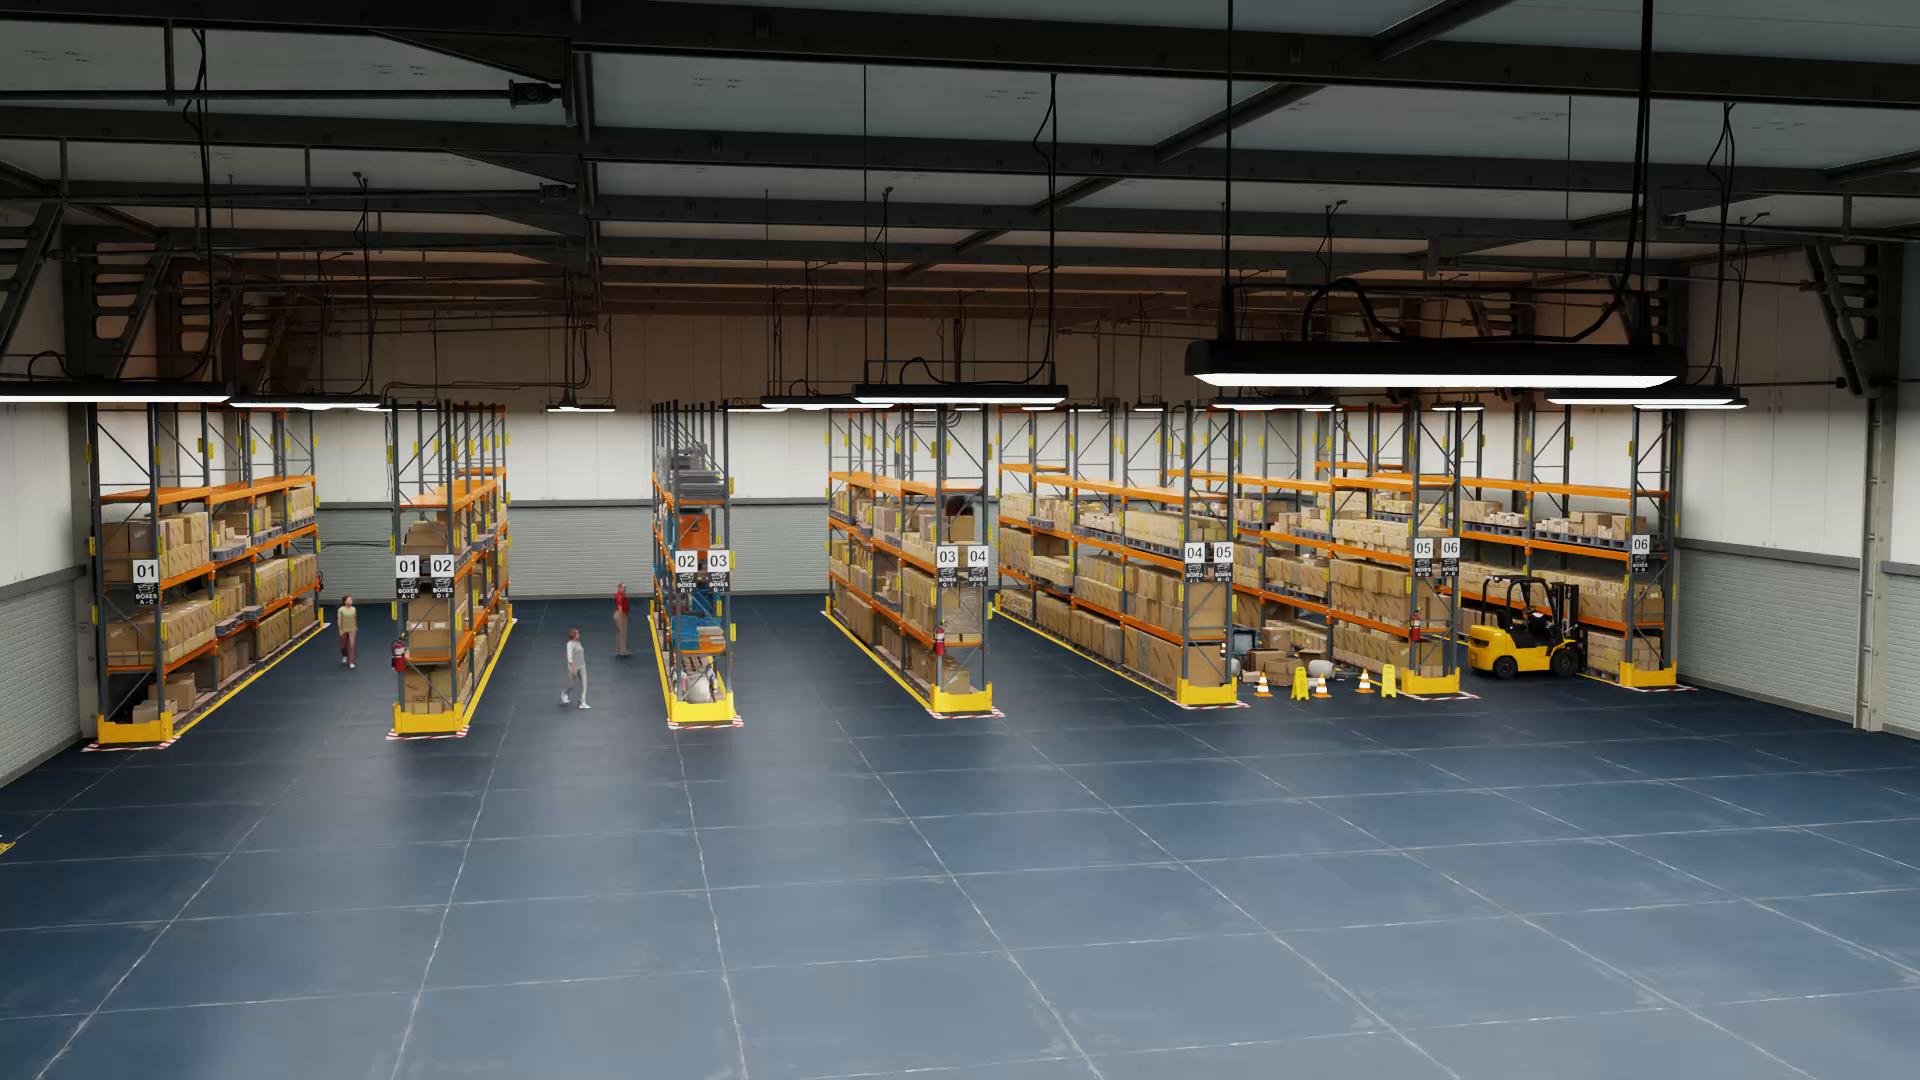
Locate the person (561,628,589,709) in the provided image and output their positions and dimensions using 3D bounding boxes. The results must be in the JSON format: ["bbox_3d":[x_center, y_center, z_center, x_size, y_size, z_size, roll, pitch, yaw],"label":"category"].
[{"bbox_3d":[-7.527,2.492,32.466,0.401,1.548,0.805,-3,5,-36],"label":"person"}]

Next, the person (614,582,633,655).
[{"bbox_3d":[-8.000,1.866,39.558,0.427,1.727,0.606,-1,4,-12],"label":"person"}]

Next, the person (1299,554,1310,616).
[{"bbox_3d":[9.820,1.274,47.426,0.492,1.767,0.624,-1,4,-11],"label":"person"}]

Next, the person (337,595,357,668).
[{"bbox_3d":[-13.896,2.054,37.758,0.422,1.626,0.840,-1,4,-15],"label":"person"}]
